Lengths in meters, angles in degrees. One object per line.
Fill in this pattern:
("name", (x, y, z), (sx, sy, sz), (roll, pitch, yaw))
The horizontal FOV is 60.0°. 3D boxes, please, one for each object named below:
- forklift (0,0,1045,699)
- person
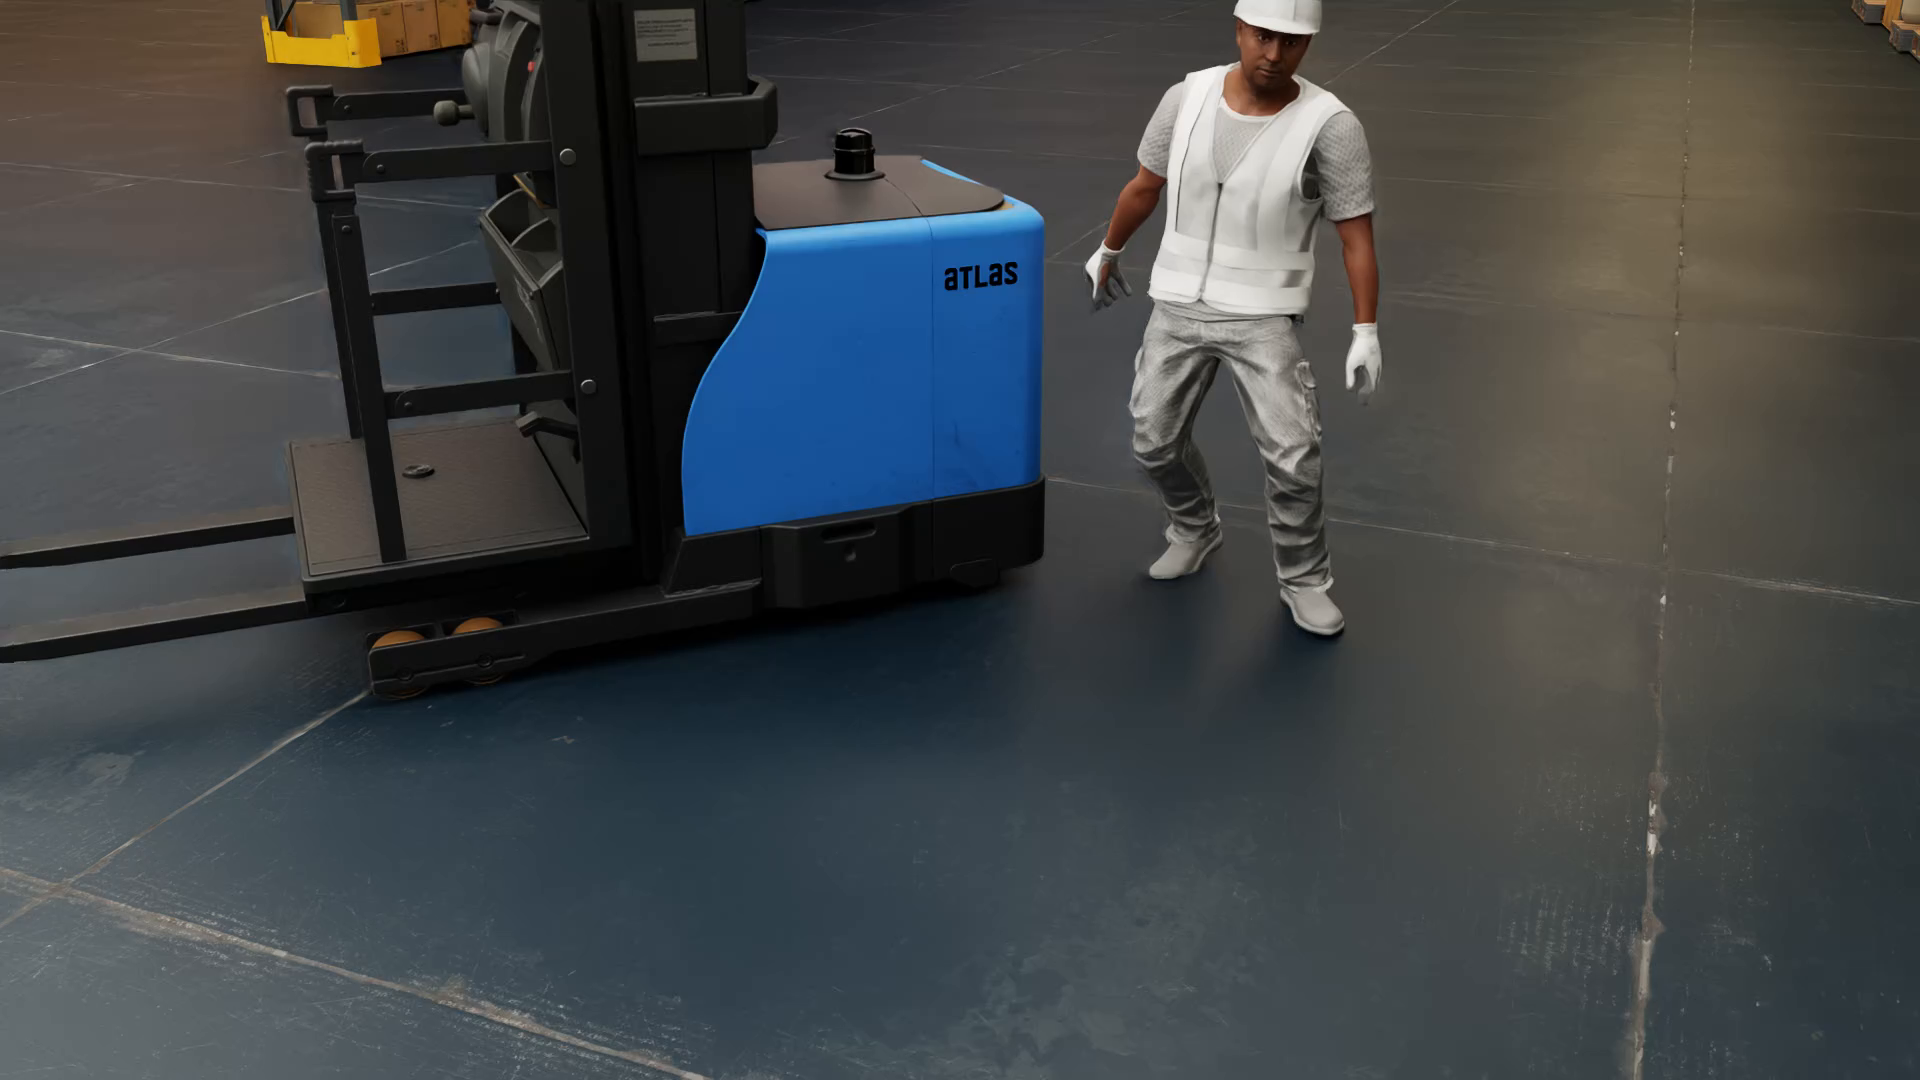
("forklift", (-1.325, -1.188, 4.134), (3.031, 2.935, 1.130), (-9, 24, -21))
("person", (0.711, -0.641, 4.456), (0.891, 1.730, 0.499), (15, 27, 32))
